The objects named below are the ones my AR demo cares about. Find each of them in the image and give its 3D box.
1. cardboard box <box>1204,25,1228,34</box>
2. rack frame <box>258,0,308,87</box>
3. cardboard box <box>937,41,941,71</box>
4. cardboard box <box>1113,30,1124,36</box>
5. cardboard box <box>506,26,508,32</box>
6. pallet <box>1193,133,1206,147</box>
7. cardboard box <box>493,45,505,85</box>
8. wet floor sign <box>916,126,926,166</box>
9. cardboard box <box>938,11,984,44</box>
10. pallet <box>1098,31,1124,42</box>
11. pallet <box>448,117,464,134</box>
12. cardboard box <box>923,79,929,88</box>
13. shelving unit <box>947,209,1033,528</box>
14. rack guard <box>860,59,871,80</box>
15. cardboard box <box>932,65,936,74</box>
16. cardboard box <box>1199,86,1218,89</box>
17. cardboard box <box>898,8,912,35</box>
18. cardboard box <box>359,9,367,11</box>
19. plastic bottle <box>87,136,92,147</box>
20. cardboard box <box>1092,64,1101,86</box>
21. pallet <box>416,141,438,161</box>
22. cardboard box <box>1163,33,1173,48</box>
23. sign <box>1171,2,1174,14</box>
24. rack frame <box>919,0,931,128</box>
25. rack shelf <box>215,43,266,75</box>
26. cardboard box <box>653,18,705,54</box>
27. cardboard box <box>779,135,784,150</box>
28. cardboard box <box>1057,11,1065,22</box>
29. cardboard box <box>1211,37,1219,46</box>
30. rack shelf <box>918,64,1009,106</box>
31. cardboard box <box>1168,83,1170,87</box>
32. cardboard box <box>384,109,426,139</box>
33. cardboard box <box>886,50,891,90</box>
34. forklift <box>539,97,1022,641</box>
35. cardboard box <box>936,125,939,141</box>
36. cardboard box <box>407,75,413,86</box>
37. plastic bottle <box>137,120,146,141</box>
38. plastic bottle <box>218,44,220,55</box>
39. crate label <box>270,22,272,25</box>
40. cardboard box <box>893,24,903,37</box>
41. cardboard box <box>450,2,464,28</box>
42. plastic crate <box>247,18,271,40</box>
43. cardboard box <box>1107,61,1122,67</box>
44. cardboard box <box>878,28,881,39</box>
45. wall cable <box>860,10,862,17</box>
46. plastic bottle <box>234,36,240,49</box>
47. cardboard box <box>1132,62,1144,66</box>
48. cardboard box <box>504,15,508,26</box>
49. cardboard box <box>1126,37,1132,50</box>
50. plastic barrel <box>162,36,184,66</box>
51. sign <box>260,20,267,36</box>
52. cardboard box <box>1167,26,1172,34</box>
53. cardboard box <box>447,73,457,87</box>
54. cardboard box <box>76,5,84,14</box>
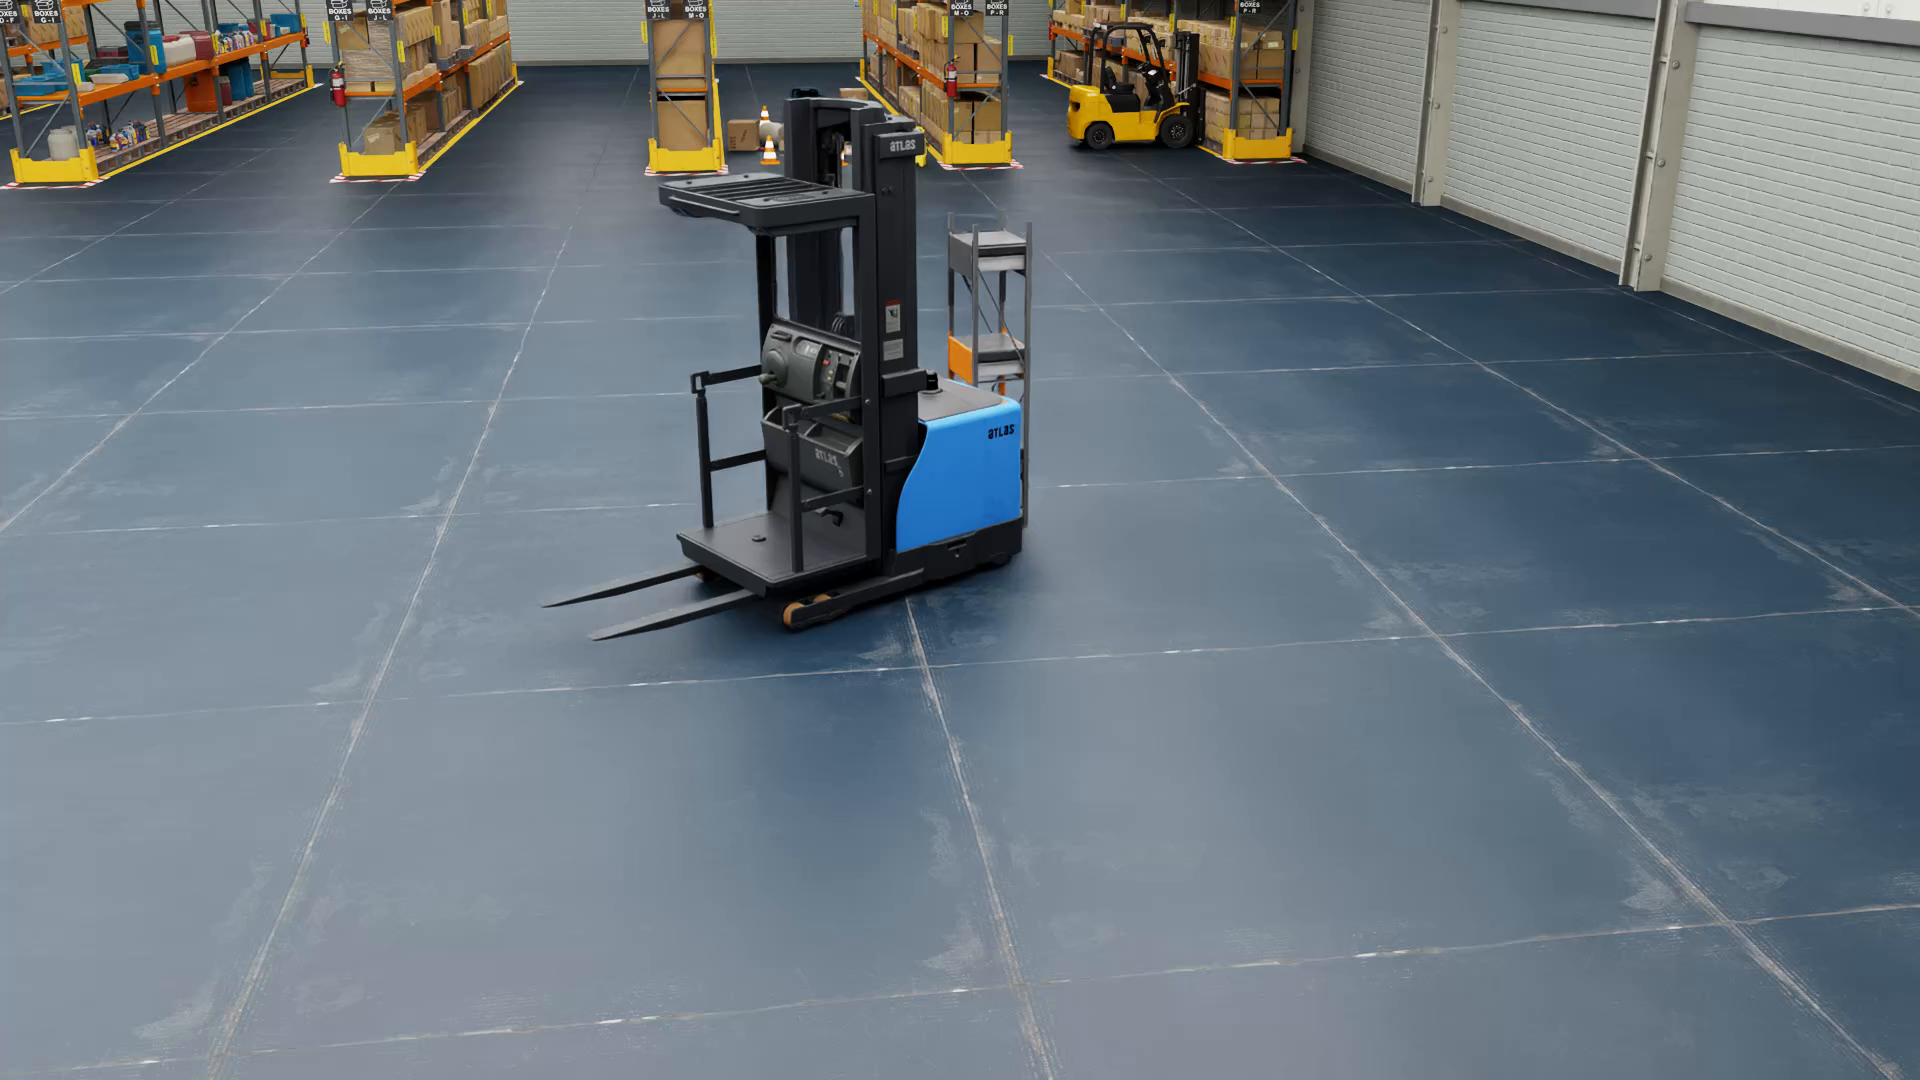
[{"bbox_3d":[4.706,-9.372,30.526,0.380,0.149,0.250,-3,21,-8],"label":"cardboard box"},{"bbox_3d":[-16.712,-12.688,40.900,1.000,3.000,0.127,-3,21,-8],"label":"rack frame"},{"bbox_3d":[-0.117,-8.432,28.936,0.500,0.500,0.500,-3,21,-8],"label":"cardboard box"},{"bbox_3d":[3.585,-11.206,36.692,0.380,0.149,0.250,-3,21,-7],"label":"cardboard box"},{"bbox_3d":[-11.395,-12.623,41.086,0.380,0.149,0.250,-3,21,-7],"label":"cardboard box"},{"bbox_3d":[4.889,-7.527,31.068,1.003,0.211,1.213,-3,21,-8],"label":"pallet"},{"bbox_3d":[-11.380,-11.298,39.616,0.875,0.875,0.875,-3,21,-8],"label":"cardboard box"},{"bbox_3d":[-0.730,-6.675,28.166,0.267,0.644,0.232,4,21,11],"label":"wet floor sign"},{"bbox_3d":[0.012,-8.718,28.274,0.700,0.500,0.500,-3,21,-9],"label":"cardboard box"},{"bbox_3d":[3.775,-11.502,38.000,1.003,0.211,1.213,-3,21,-8],"label":"pallet"},{"bbox_3d":[-10.374,-8.169,32.787,1.003,0.211,1.213,-3,21,-8],"label":"pallet"},{"bbox_3d":[-0.498,-8.582,31.238,0.380,0.149,0.250,-3,21,-7],"label":"cardboard box"},{"bbox_3d":[0.193,-1.131,11.242,0.431,2.100,0.503,-7,22,-18],"label":"shelving unit"},{"bbox_3d":[-2.008,-12.275,43.367,1.175,0.500,0.348,-3,21,-8],"label":"rack guard"},{"bbox_3d":[-0.308,-8.511,30.075,0.380,0.149,0.250,-3,21,-8],"label":"cardboard box"},{"bbox_3d":[4.542,-8.379,31.263,0.500,0.250,0.500,-2,21,-6],"label":"cardboard box"},{"bbox_3d":[-1.016,-10.883,34.899,0.500,0.500,0.500,-4,21,-9],"label":"cardboard box"},{"bbox_3d":[-10.123,-8.923,28.822,0.500,0.500,0.500,-3,21,-8],"label":"cardboard box"},{"bbox_3d":[-15.048,-6.872,28.700,0.097,0.201,0.097,0,20,0],"label":"plastic bottle"},{"bbox_3d":[3.417,-10.967,39.265,0.500,0.500,0.500,-3,21,-8],"label":"cardboard box"},{"bbox_3d":[-9.770,-6.823,29.181,1.003,0.211,1.213,-3,21,-8],"label":"pallet"},{"bbox_3d":[4.313,-9.855,32.816,0.500,0.250,0.500,-3,21,-9],"label":"cardboard box"},{"bbox_3d":[4.609,-11.491,36.040,0.100,0.325,0.005,-3,21,-8],"label":"sign"},{"bbox_3d":[-0.275,-9.283,31.783,1.000,3.000,0.127,-3,21,-8],"label":"rack frame"},{"bbox_3d":[-15.848,-10.274,35.464,1.077,0.370,4.000,-3,21,-8],"label":"rack shelf"},{"bbox_3d":[-4.597,-8.320,27.447,0.875,0.550,0.550,-3,21,-8],"label":"cardboard box"},{"bbox_3d":[-3.088,-7.215,30.154,0.396,0.266,0.258,1,20,2],"label":"cardboard box"},{"bbox_3d":[2.778,-13.413,42.631,0.500,0.250,0.500,-3,21,-7],"label":"cardboard box"},{"bbox_3d":[4.733,-8.962,29.855,0.380,0.149,0.250,-4,21,-10],"label":"cardboard box"},{"bbox_3d":[0.013,-8.253,30.055,1.077,0.370,4.000,-3,21,-8],"label":"rack shelf"},{"bbox_3d":[4.550,-8.799,33.281,0.875,0.625,0.625,-2,21,-5],"label":"cardboard box"},{"bbox_3d":[-9.973,-7.470,29.902,0.500,0.500,0.500,4,21,9],"label":"cardboard box"},{"bbox_3d":[-1.260,-11.043,38.933,0.875,0.875,0.875,-2,21,-6],"label":"cardboard box"},{"bbox_3d":[-1.055,-1.044,9.821,3.031,2.935,1.130,-16,26,-37],"label":"forklift"},{"bbox_3d":[-0.148,-7.253,29.677,0.500,0.250,0.500,-3,21,-8],"label":"cardboard box"},{"bbox_3d":[-9.434,-7.738,28.007,0.380,0.149,0.250,-3,21,-8],"label":"cardboard box"},{"bbox_3d":[-14.605,-7.290,29.604,0.144,0.351,0.185,-3,21,-9],"label":"plastic bottle"},{"bbox_3d":[-15.304,-10.146,34.260,0.061,0.283,0.133,-3,21,-8],"label":"plastic bottle"},{"bbox_3d":[-17.003,-12.535,40.645,0.416,0.233,0.303,-3,21,-8],"label":"crate label"},{"bbox_3d":[-1.173,-10.987,35.844,0.500,0.250,0.500,-3,21,-8],"label":"cardboard box"},{"bbox_3d":[-10.747,-10.939,34.640,0.797,0.503,0.637,-2,21,-6],"label":"cardboard box"},{"bbox_3d":[-16.016,-11.683,38.032,0.402,0.464,0.583,-3,21,-8],"label":"plastic crate"},{"bbox_3d":[3.575,-10.868,38.072,0.380,0.149,0.250,-4,21,-10],"label":"cardboard box"},{"bbox_3d":[-1.626,-11.817,38.782,0.500,0.250,0.500,-3,21,-9],"label":"cardboard box"},{"bbox_3d":[-2.841,-15.879,47.948,0.585,1.953,0.123,-3,21,-8],"label":"wall cable"},{"bbox_3d":[-15.581,-10.697,35.746,0.152,0.276,0.135,-3,21,-8],"label":"plastic bottle"},{"bbox_3d":[4.133,-10.807,37.910,0.380,0.149,0.250,-3,21,-9],"label":"cardboard box"},{"bbox_3d":[-11.479,-12.852,41.130,0.500,0.250,0.500,-3,21,-9],"label":"cardboard box"},{"bbox_3d":[3.882,-10.683,35.747,0.500,0.250,0.500,-3,21,-8],"label":"cardboard box"},{"bbox_3d":[-15.072,-9.343,31.750,0.433,0.535,0.433,0,20,0],"label":"plastic barrel"},{"bbox_3d":[-15.591,-11.460,37.216,0.100,0.325,0.005,-3,21,-8],"label":"sign"},{"bbox_3d":[4.312,-10.081,32.849,0.380,0.149,0.250,-3,21,-9],"label":"cardboard box"},{"bbox_3d":[-10.532,-9.324,33.765,0.500,0.250,0.500,-2,21,-6],"label":"cardboard box"},{"bbox_3d":[-21.278,-12.814,39.667,0.500,0.500,0.500,-3,21,-8],"label":"cardboard box"}]
